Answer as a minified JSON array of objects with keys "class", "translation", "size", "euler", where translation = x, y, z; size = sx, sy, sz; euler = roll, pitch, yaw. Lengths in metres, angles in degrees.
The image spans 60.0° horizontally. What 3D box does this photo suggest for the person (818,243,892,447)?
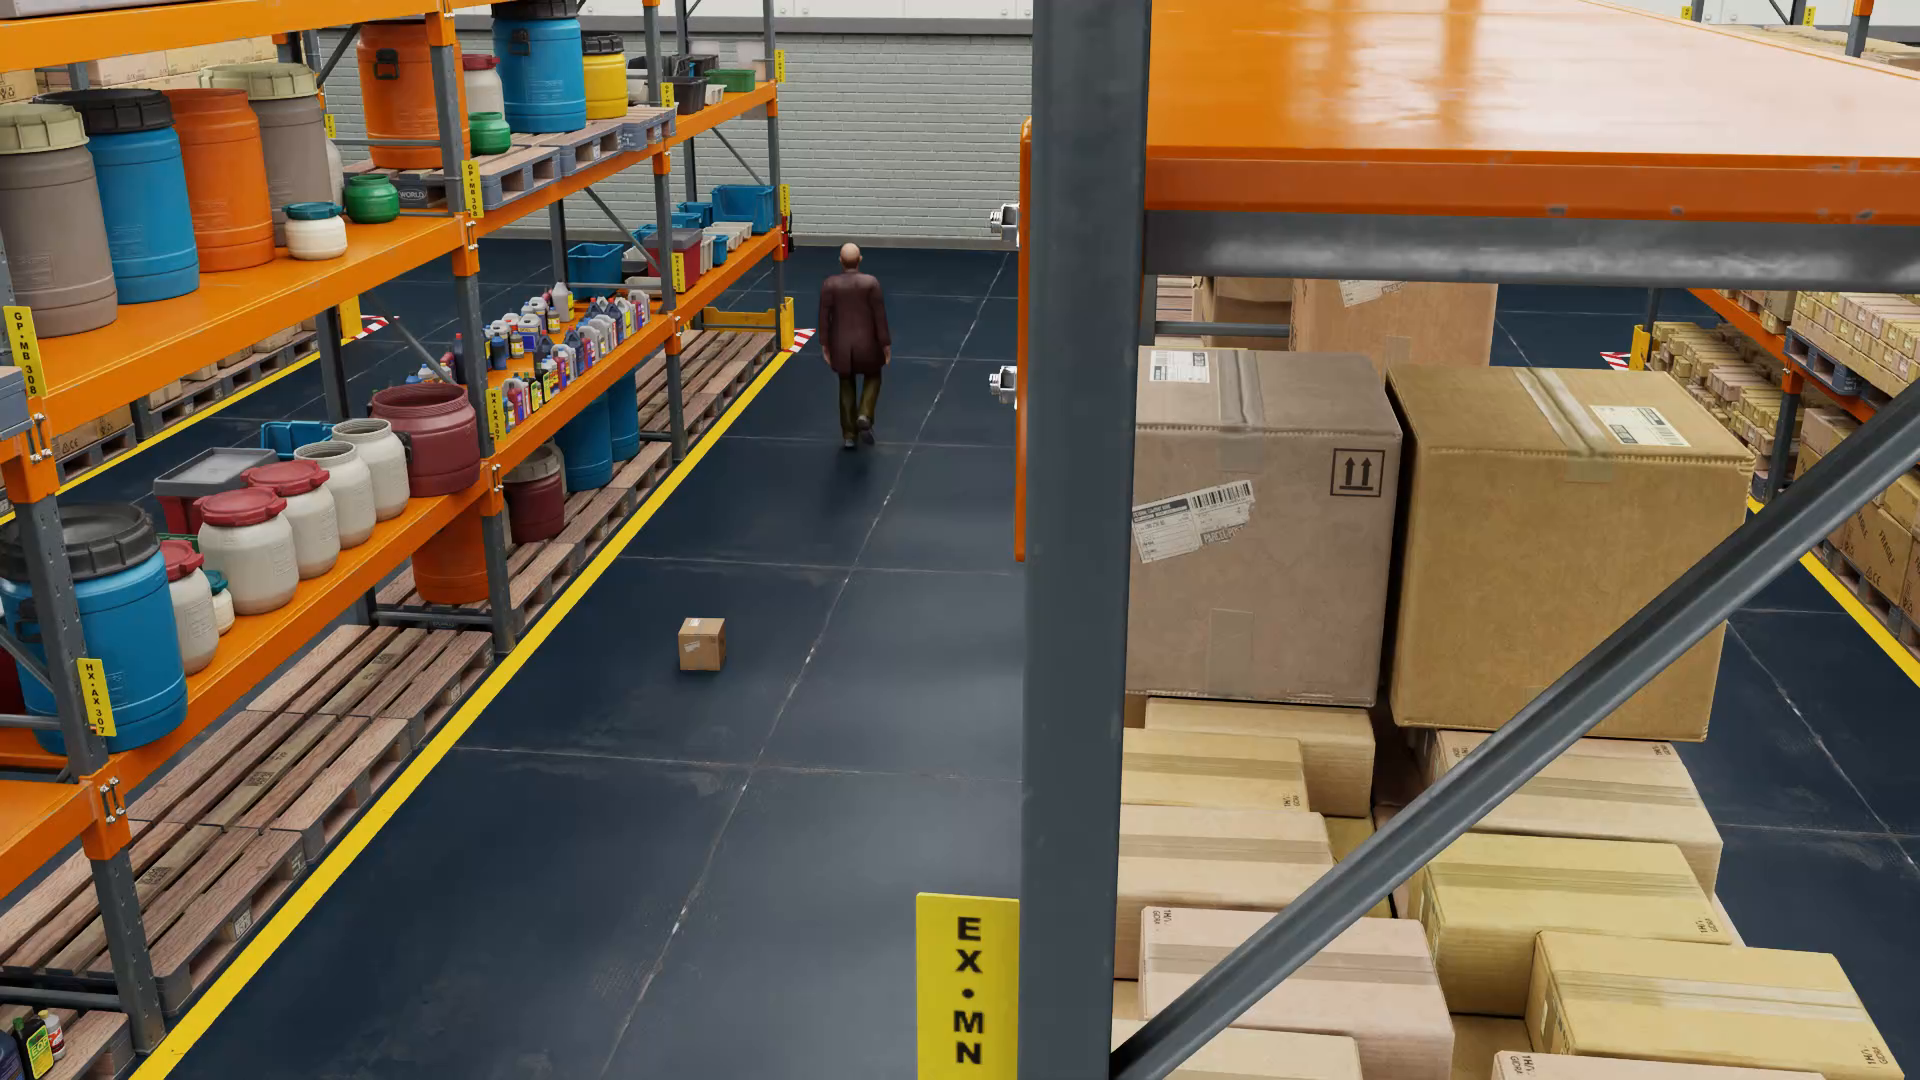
[{"class":"person","translation":[-0.909,-1.700,14.506],"size":[0.649,1.791,0.510],"euler":[1,21,3]}]
